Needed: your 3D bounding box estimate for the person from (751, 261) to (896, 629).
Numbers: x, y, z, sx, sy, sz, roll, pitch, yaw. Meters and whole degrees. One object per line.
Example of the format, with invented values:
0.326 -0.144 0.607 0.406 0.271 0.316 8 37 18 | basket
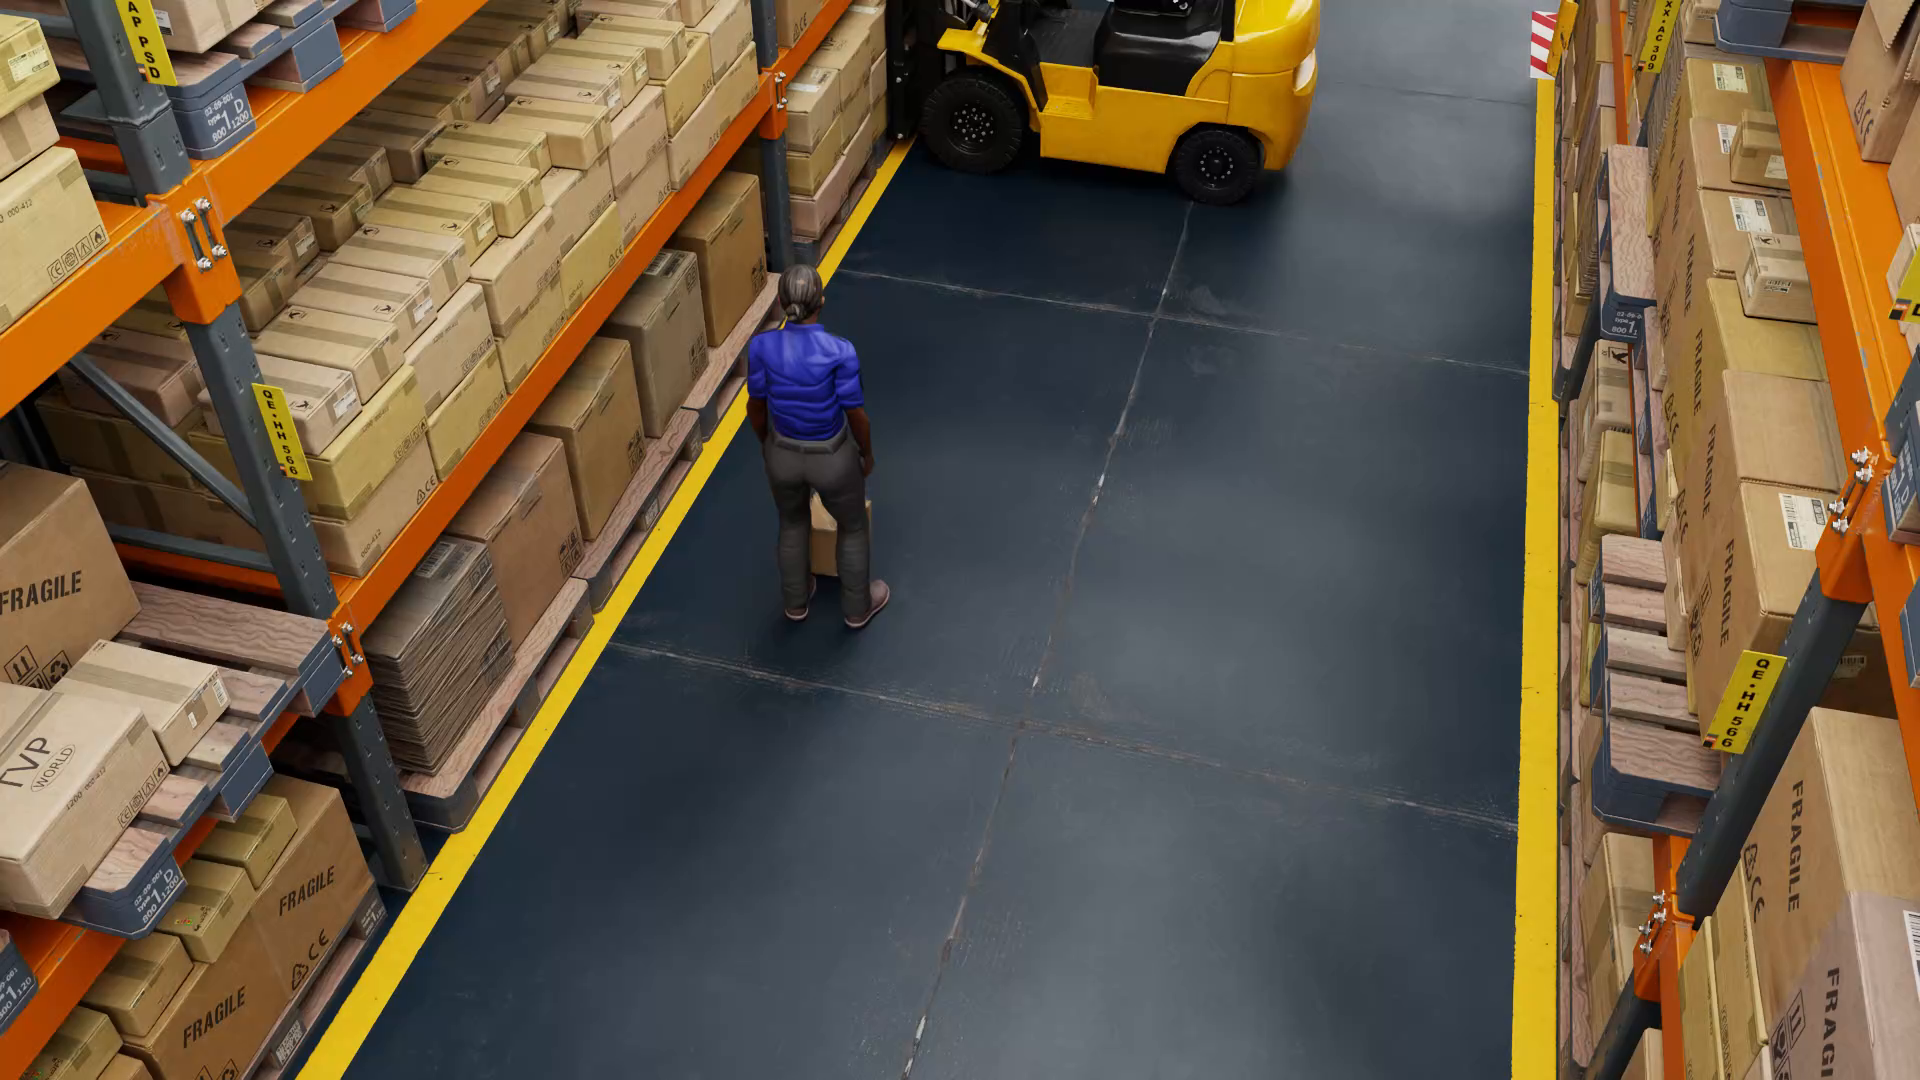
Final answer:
-0.549 -0.338 6.547 0.512 1.654 0.351 8 42 10 | person
